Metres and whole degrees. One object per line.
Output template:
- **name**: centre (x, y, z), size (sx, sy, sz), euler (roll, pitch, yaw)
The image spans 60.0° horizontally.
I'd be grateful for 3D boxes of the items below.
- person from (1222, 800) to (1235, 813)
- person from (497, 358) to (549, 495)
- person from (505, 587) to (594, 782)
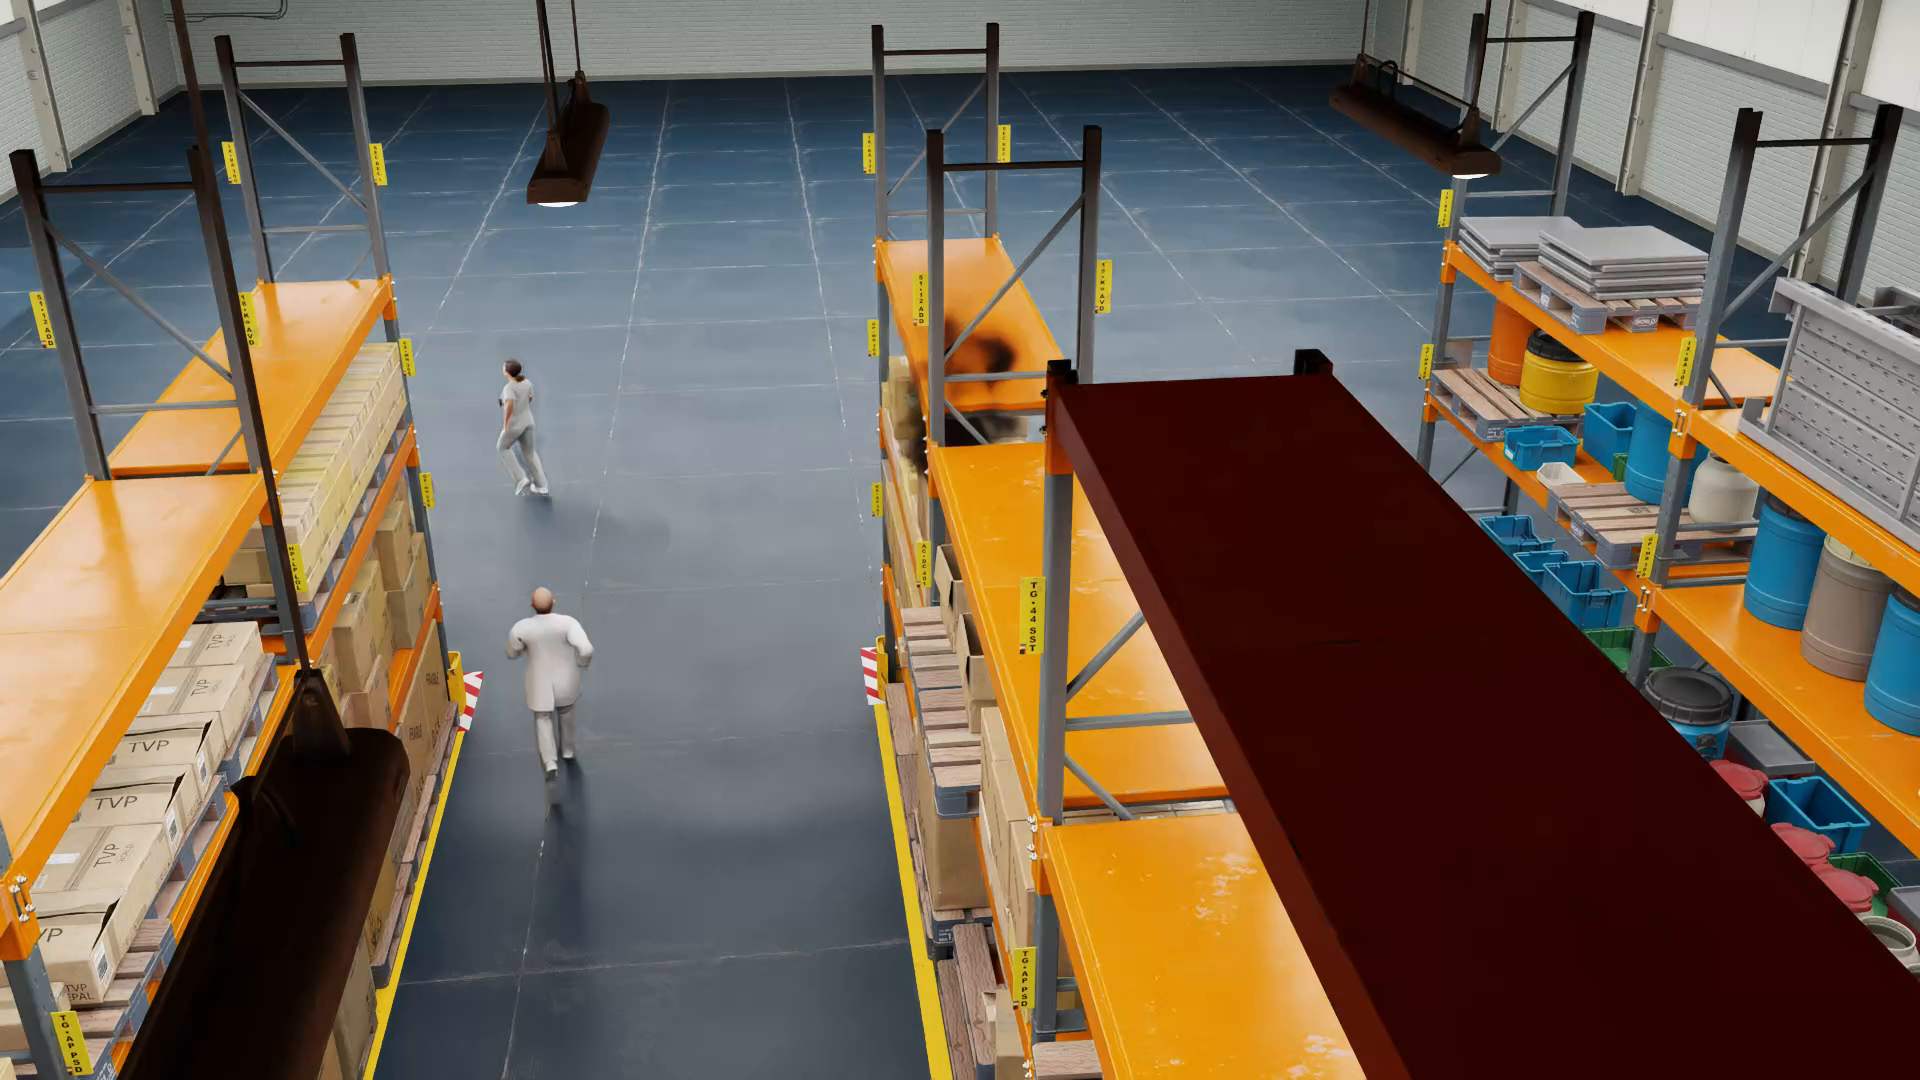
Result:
- **person**: centre (1.996, 1.771, 12.915), size (0.622, 1.619, 0.566), euler (-7, 26, -14)
- **person**: centre (-5.141, -1.294, 19.320), size (0.681, 1.677, 0.578), euler (15, 30, 29)
- **person**: centre (-3.416, 1.178, 13.963), size (0.715, 1.754, 1.020), euler (-6, 26, -12)
